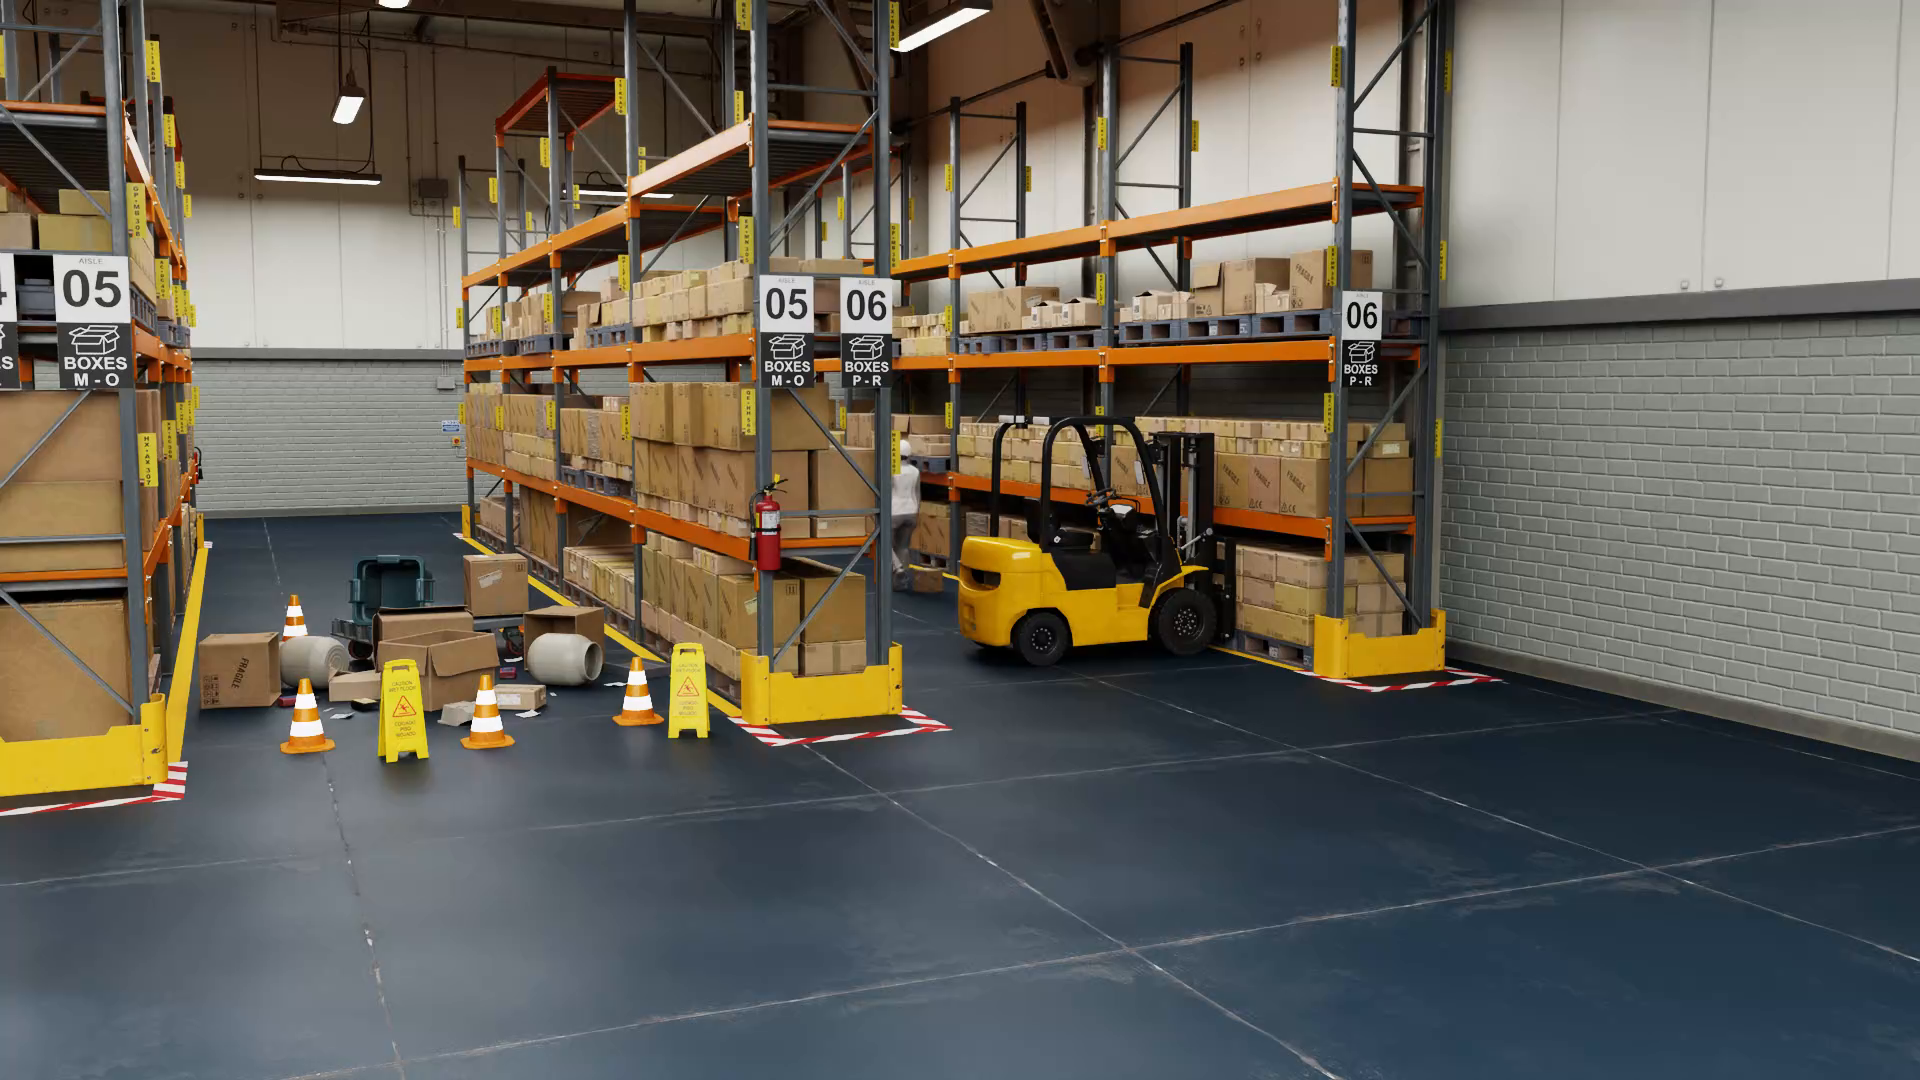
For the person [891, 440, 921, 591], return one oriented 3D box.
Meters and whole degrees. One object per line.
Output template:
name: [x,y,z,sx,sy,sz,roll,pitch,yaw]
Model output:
person: [-0.701,-0.296,19.536,0.544,1.761,0.495,-3,6,-30]
